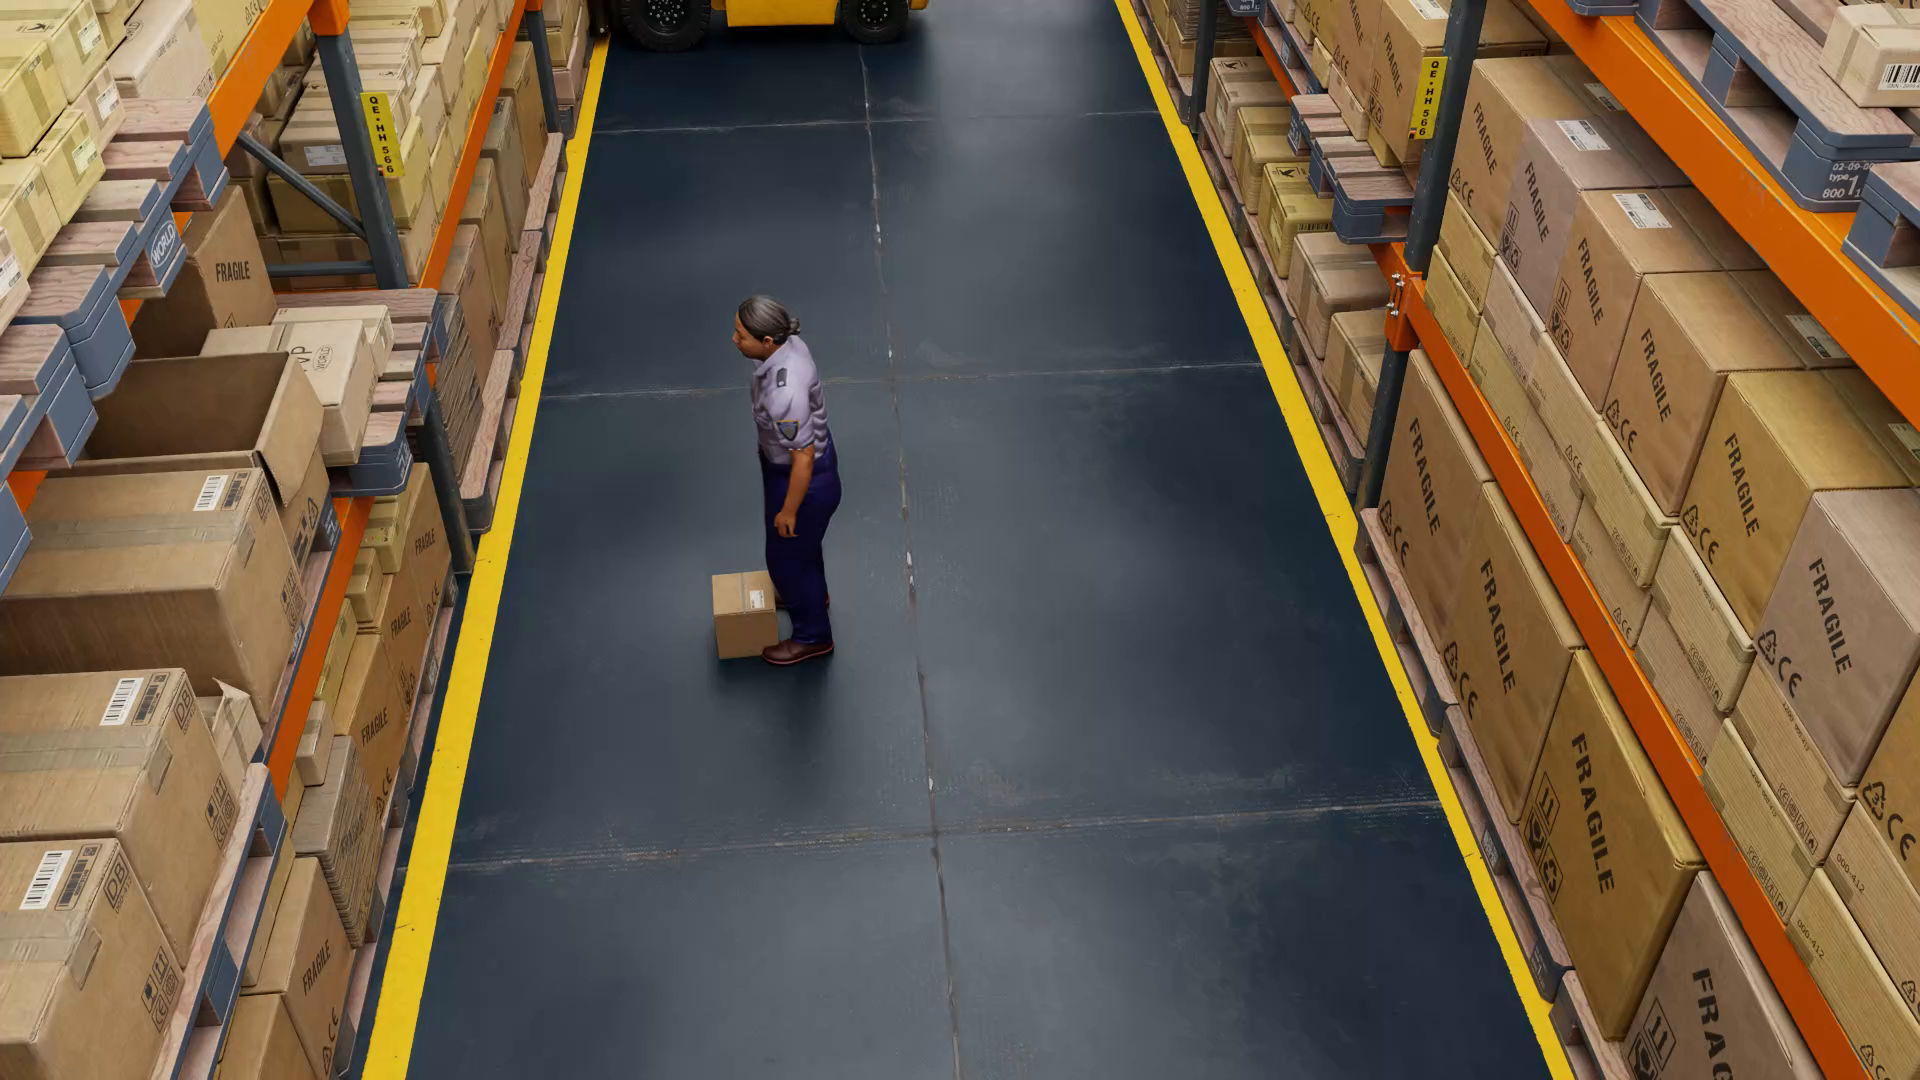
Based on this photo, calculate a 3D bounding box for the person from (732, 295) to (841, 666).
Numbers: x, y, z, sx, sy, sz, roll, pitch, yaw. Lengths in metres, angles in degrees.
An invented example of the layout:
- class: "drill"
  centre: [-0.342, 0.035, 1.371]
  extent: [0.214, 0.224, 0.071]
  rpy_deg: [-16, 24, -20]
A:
- class: "person"
  centre: [-0.654, -0.252, 6.467]
  extent: [0.367, 1.652, 0.564]
  rpy_deg: [-5, 40, -6]
